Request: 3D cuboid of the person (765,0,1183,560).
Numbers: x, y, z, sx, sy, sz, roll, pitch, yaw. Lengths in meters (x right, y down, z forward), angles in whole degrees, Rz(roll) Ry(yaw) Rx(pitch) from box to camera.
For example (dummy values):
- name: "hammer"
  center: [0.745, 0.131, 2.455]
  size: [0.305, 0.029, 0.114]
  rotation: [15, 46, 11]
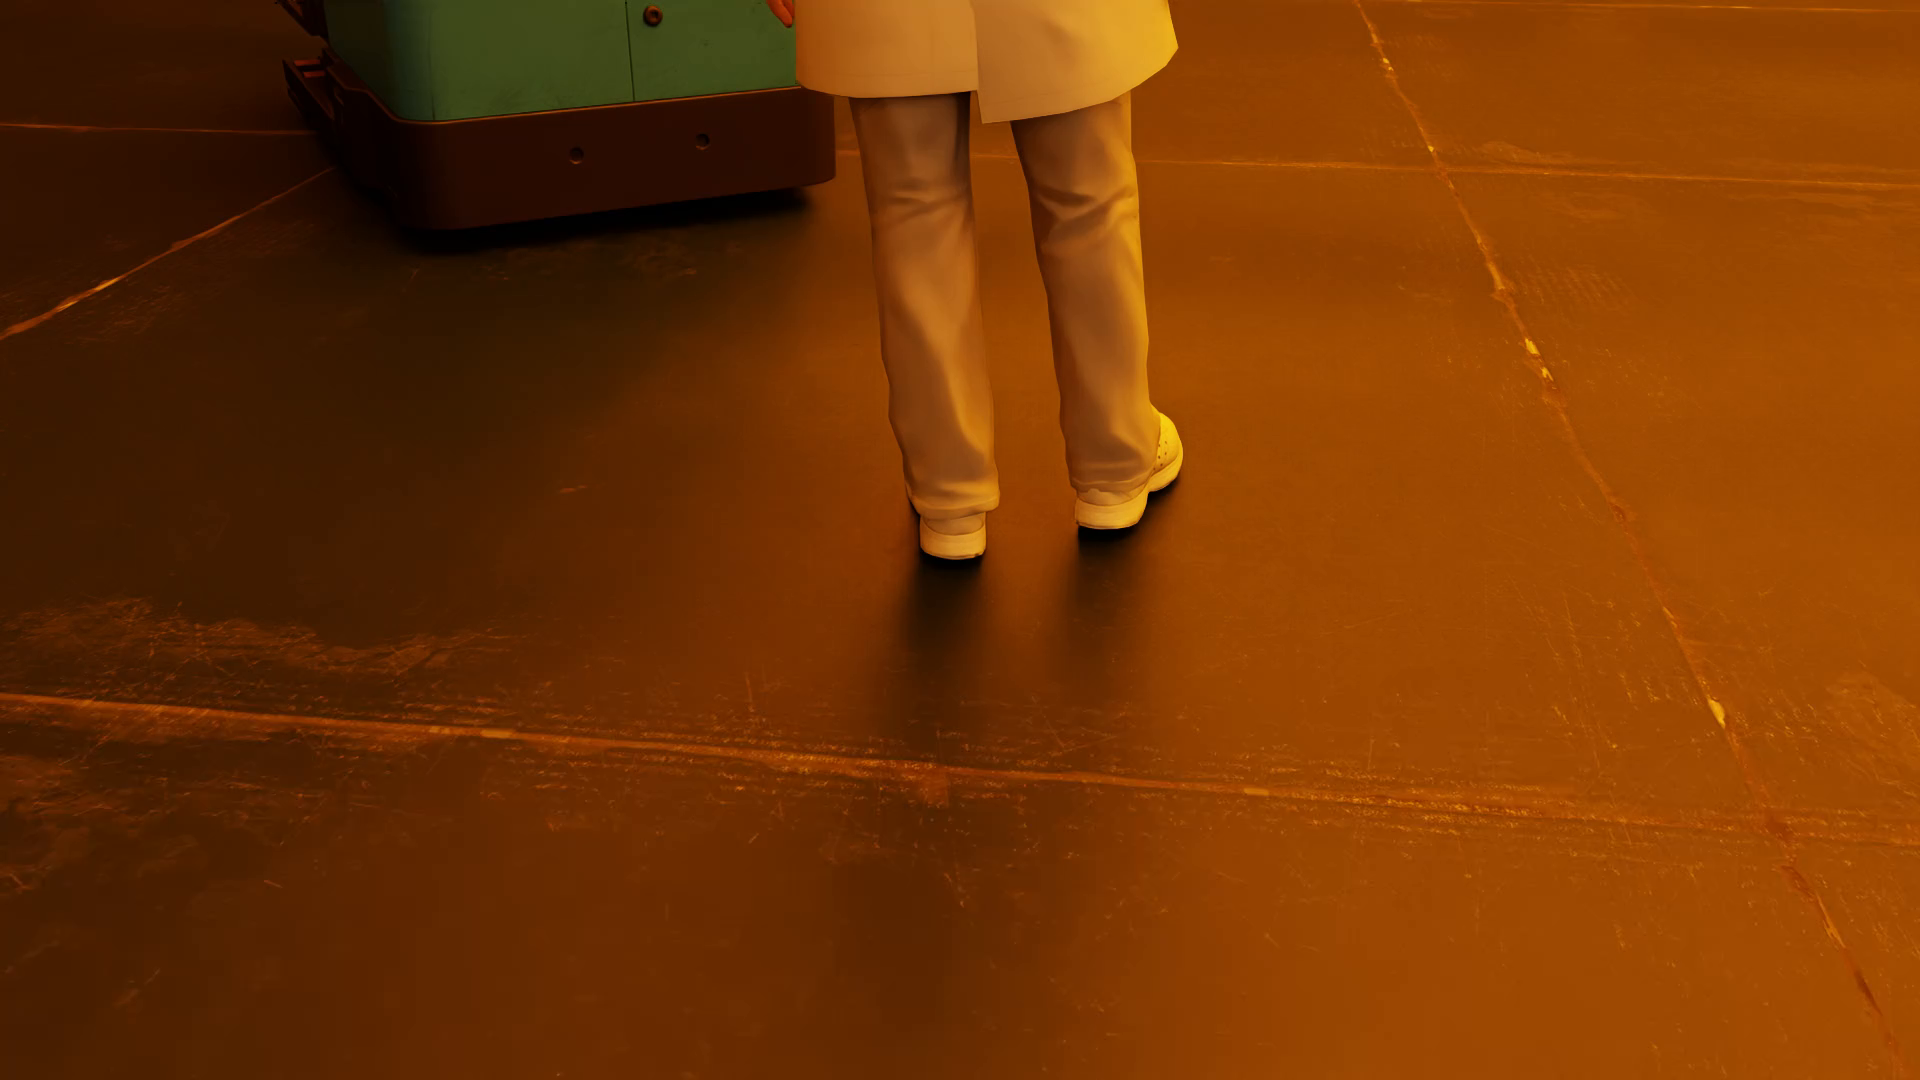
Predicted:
- name: "person"
  center: [0.016, -0.842, 2.181]
  size: [0.696, 1.778, 0.578]
  rotation: [3, 27, 7]

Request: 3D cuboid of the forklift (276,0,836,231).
- name: "forklift"
  center: [-1.433, -2.632, 4.493]
  size: [1.130, 2.935, 3.031]
  rotation: [-13, 29, -24]
